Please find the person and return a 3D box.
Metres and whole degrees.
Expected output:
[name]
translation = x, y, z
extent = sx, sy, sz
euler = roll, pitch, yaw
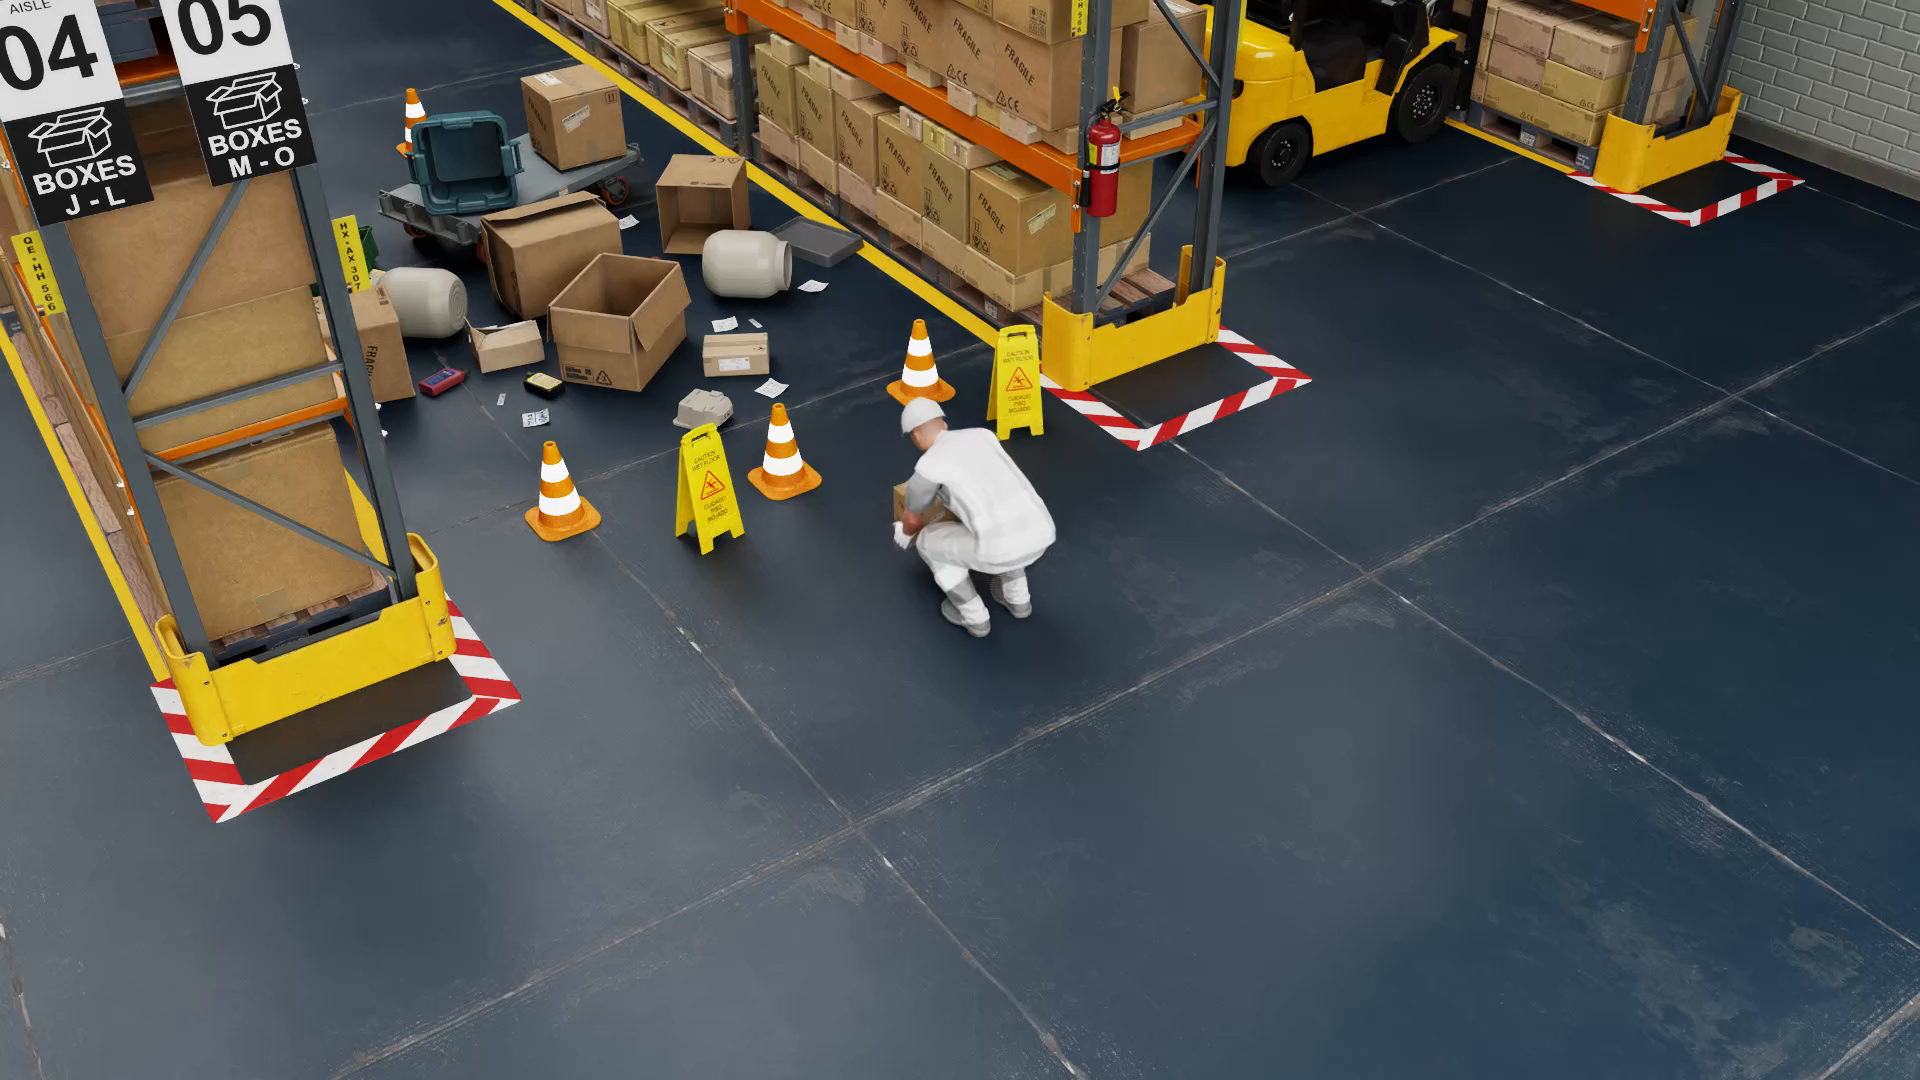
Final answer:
[person]
translation = 0.045, -0.114, 7.823
extent = 0.541, 0.993, 0.907
euler = -24, 42, -29
